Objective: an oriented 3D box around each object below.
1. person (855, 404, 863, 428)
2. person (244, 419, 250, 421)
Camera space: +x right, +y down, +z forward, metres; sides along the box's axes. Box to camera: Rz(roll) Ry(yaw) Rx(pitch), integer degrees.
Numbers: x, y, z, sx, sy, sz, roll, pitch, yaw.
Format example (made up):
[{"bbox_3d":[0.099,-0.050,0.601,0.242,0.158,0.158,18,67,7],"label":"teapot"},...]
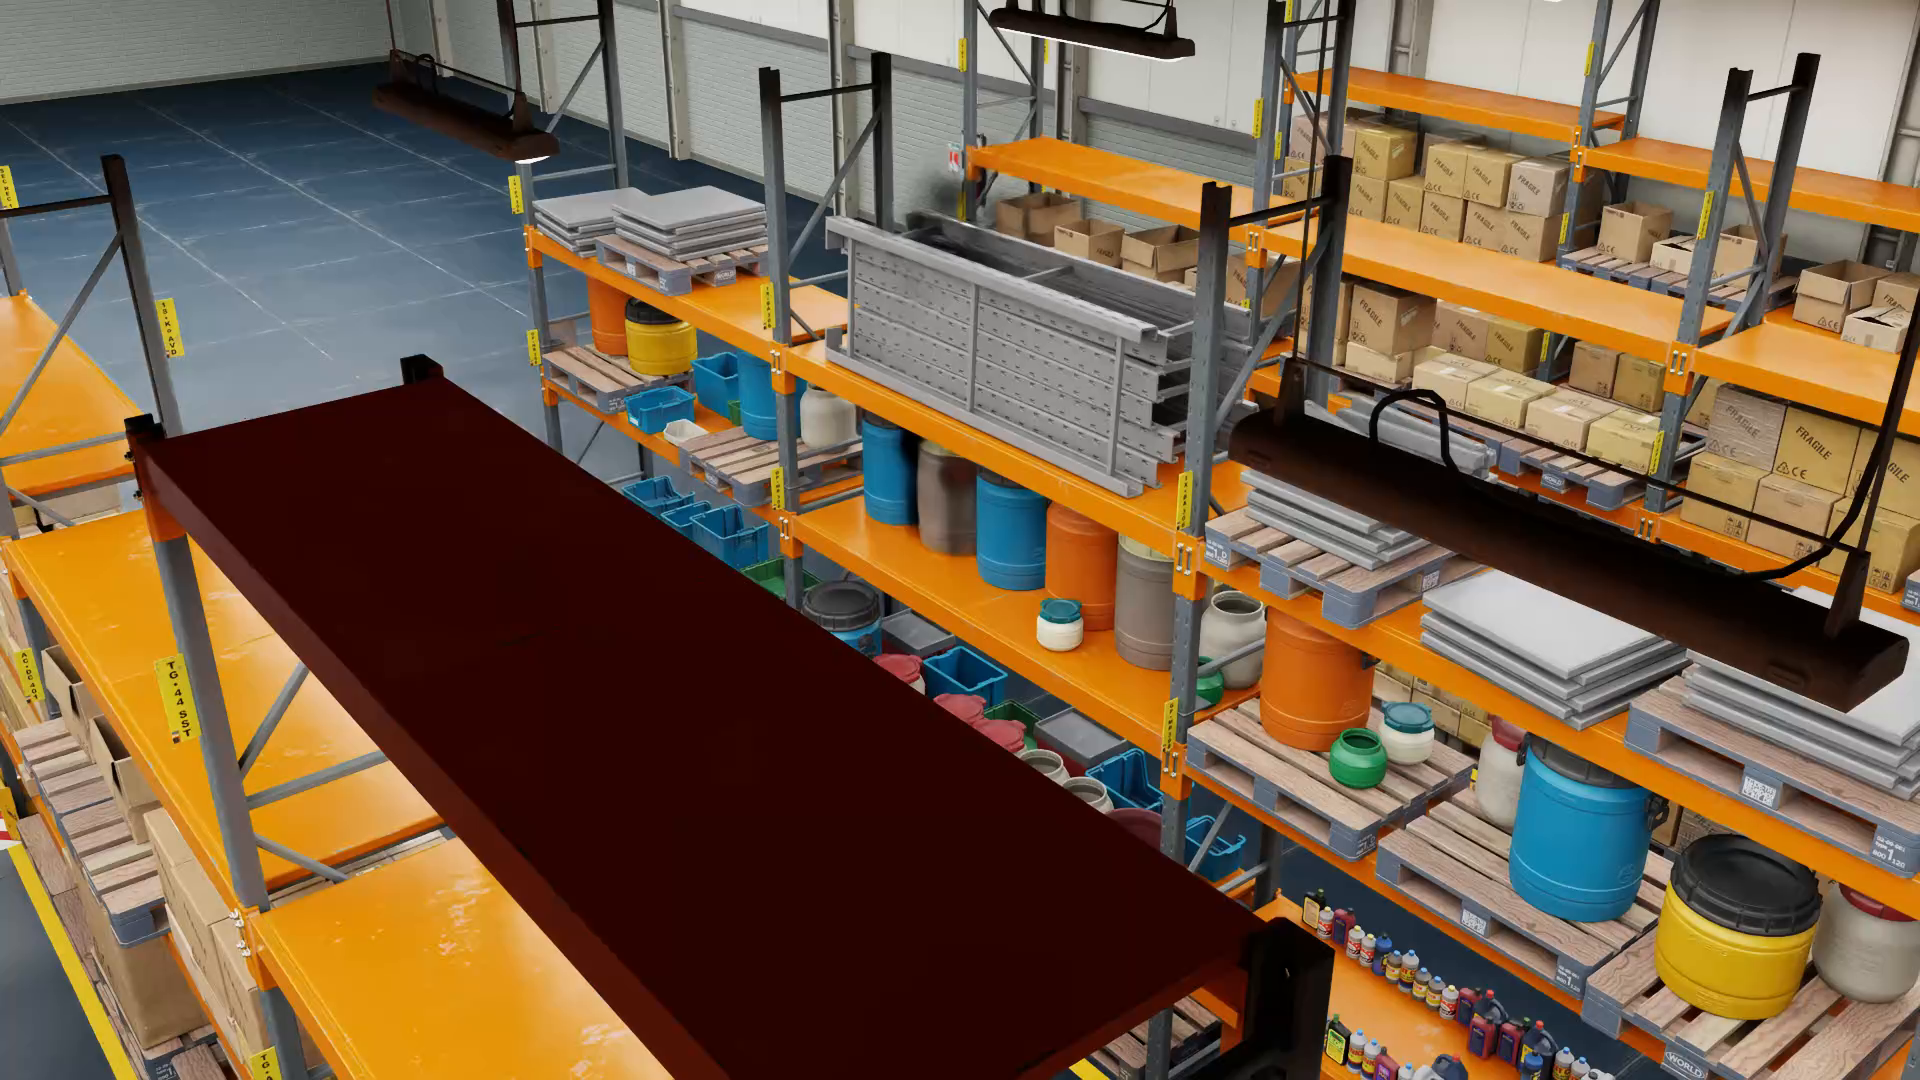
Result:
[{"bbox_3d":[-1.284,-1.753,19.930,0.873,1.672,0.584,-1,26,-3],"label":"person"},{"bbox_3d":[-7.121,-0.373,17.028,0.748,1.835,0.616,0,26,0],"label":"person"}]
